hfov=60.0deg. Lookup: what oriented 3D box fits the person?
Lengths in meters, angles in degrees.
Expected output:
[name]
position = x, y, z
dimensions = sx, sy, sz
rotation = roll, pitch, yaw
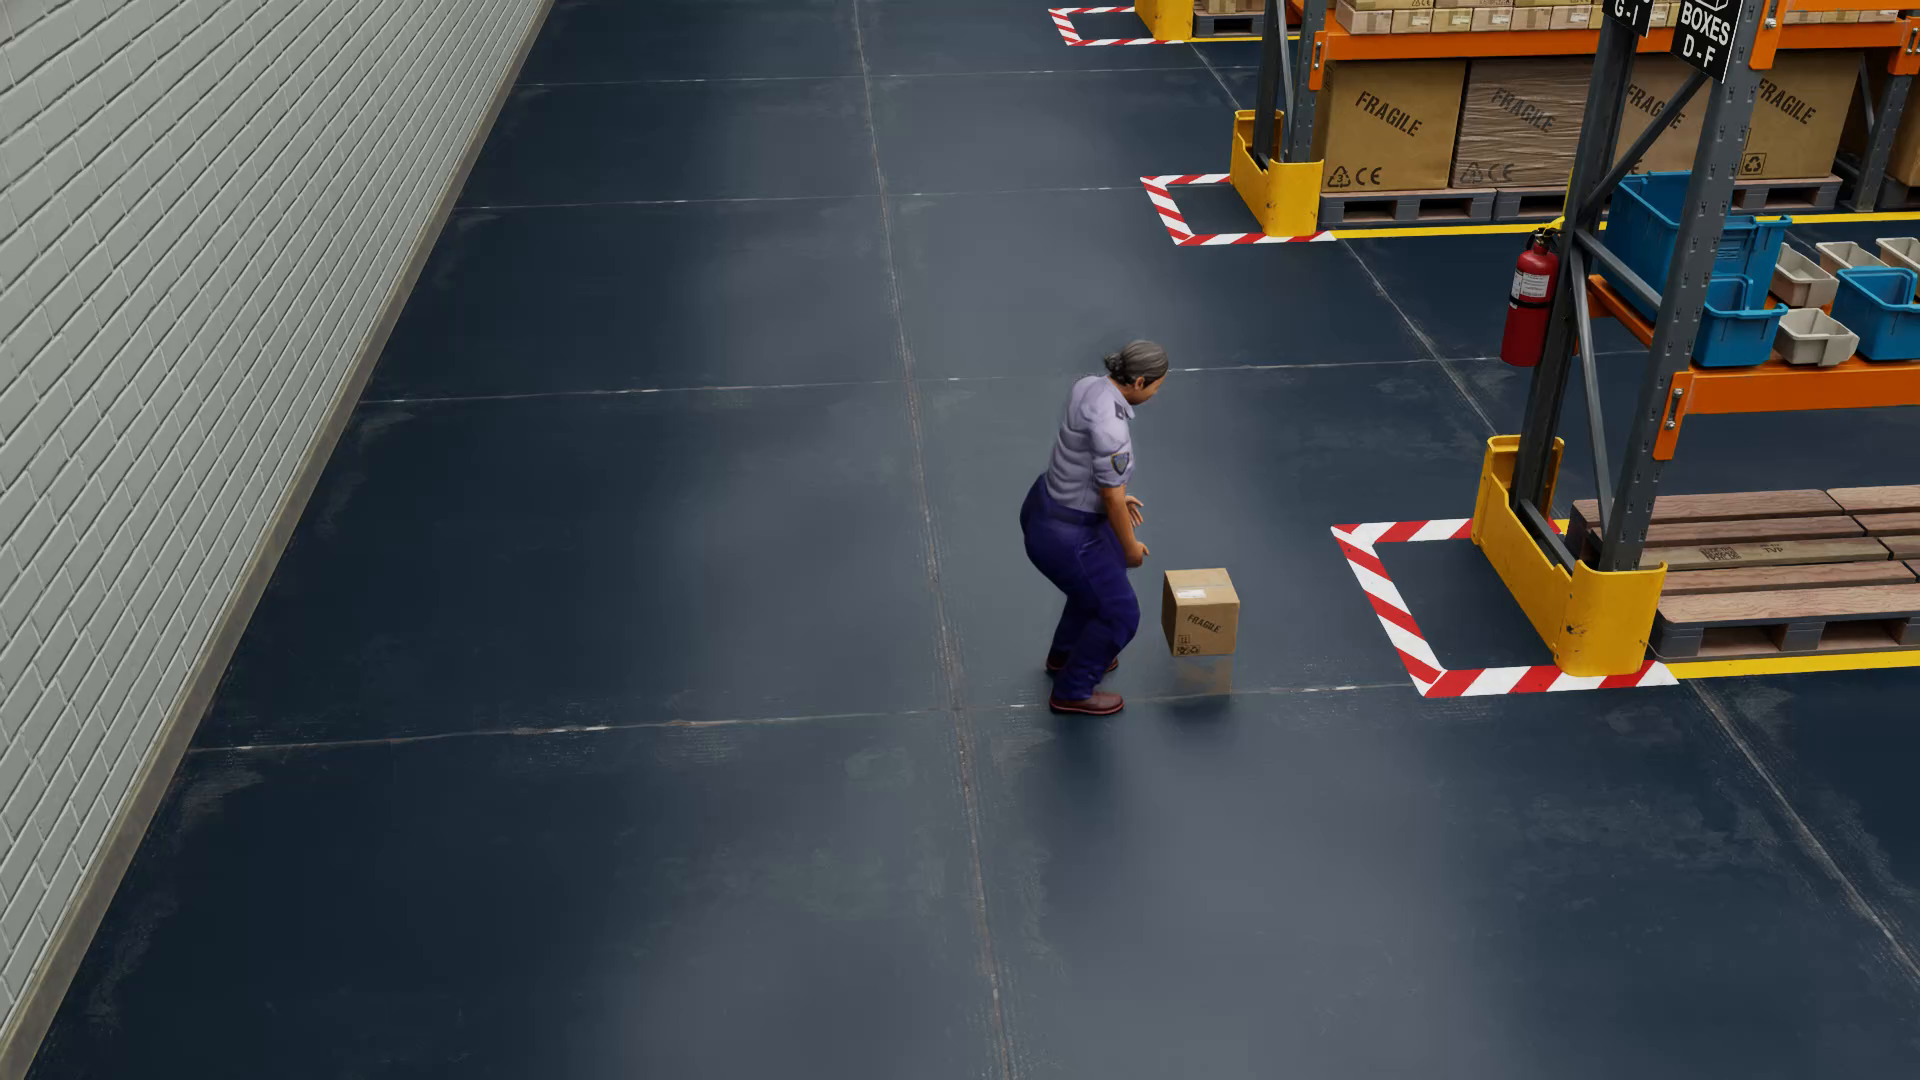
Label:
[person]
position = 0.496, -0.062, 6.395
dimensions = 0.529, 1.510, 0.522
rotation = -2, 31, -4
